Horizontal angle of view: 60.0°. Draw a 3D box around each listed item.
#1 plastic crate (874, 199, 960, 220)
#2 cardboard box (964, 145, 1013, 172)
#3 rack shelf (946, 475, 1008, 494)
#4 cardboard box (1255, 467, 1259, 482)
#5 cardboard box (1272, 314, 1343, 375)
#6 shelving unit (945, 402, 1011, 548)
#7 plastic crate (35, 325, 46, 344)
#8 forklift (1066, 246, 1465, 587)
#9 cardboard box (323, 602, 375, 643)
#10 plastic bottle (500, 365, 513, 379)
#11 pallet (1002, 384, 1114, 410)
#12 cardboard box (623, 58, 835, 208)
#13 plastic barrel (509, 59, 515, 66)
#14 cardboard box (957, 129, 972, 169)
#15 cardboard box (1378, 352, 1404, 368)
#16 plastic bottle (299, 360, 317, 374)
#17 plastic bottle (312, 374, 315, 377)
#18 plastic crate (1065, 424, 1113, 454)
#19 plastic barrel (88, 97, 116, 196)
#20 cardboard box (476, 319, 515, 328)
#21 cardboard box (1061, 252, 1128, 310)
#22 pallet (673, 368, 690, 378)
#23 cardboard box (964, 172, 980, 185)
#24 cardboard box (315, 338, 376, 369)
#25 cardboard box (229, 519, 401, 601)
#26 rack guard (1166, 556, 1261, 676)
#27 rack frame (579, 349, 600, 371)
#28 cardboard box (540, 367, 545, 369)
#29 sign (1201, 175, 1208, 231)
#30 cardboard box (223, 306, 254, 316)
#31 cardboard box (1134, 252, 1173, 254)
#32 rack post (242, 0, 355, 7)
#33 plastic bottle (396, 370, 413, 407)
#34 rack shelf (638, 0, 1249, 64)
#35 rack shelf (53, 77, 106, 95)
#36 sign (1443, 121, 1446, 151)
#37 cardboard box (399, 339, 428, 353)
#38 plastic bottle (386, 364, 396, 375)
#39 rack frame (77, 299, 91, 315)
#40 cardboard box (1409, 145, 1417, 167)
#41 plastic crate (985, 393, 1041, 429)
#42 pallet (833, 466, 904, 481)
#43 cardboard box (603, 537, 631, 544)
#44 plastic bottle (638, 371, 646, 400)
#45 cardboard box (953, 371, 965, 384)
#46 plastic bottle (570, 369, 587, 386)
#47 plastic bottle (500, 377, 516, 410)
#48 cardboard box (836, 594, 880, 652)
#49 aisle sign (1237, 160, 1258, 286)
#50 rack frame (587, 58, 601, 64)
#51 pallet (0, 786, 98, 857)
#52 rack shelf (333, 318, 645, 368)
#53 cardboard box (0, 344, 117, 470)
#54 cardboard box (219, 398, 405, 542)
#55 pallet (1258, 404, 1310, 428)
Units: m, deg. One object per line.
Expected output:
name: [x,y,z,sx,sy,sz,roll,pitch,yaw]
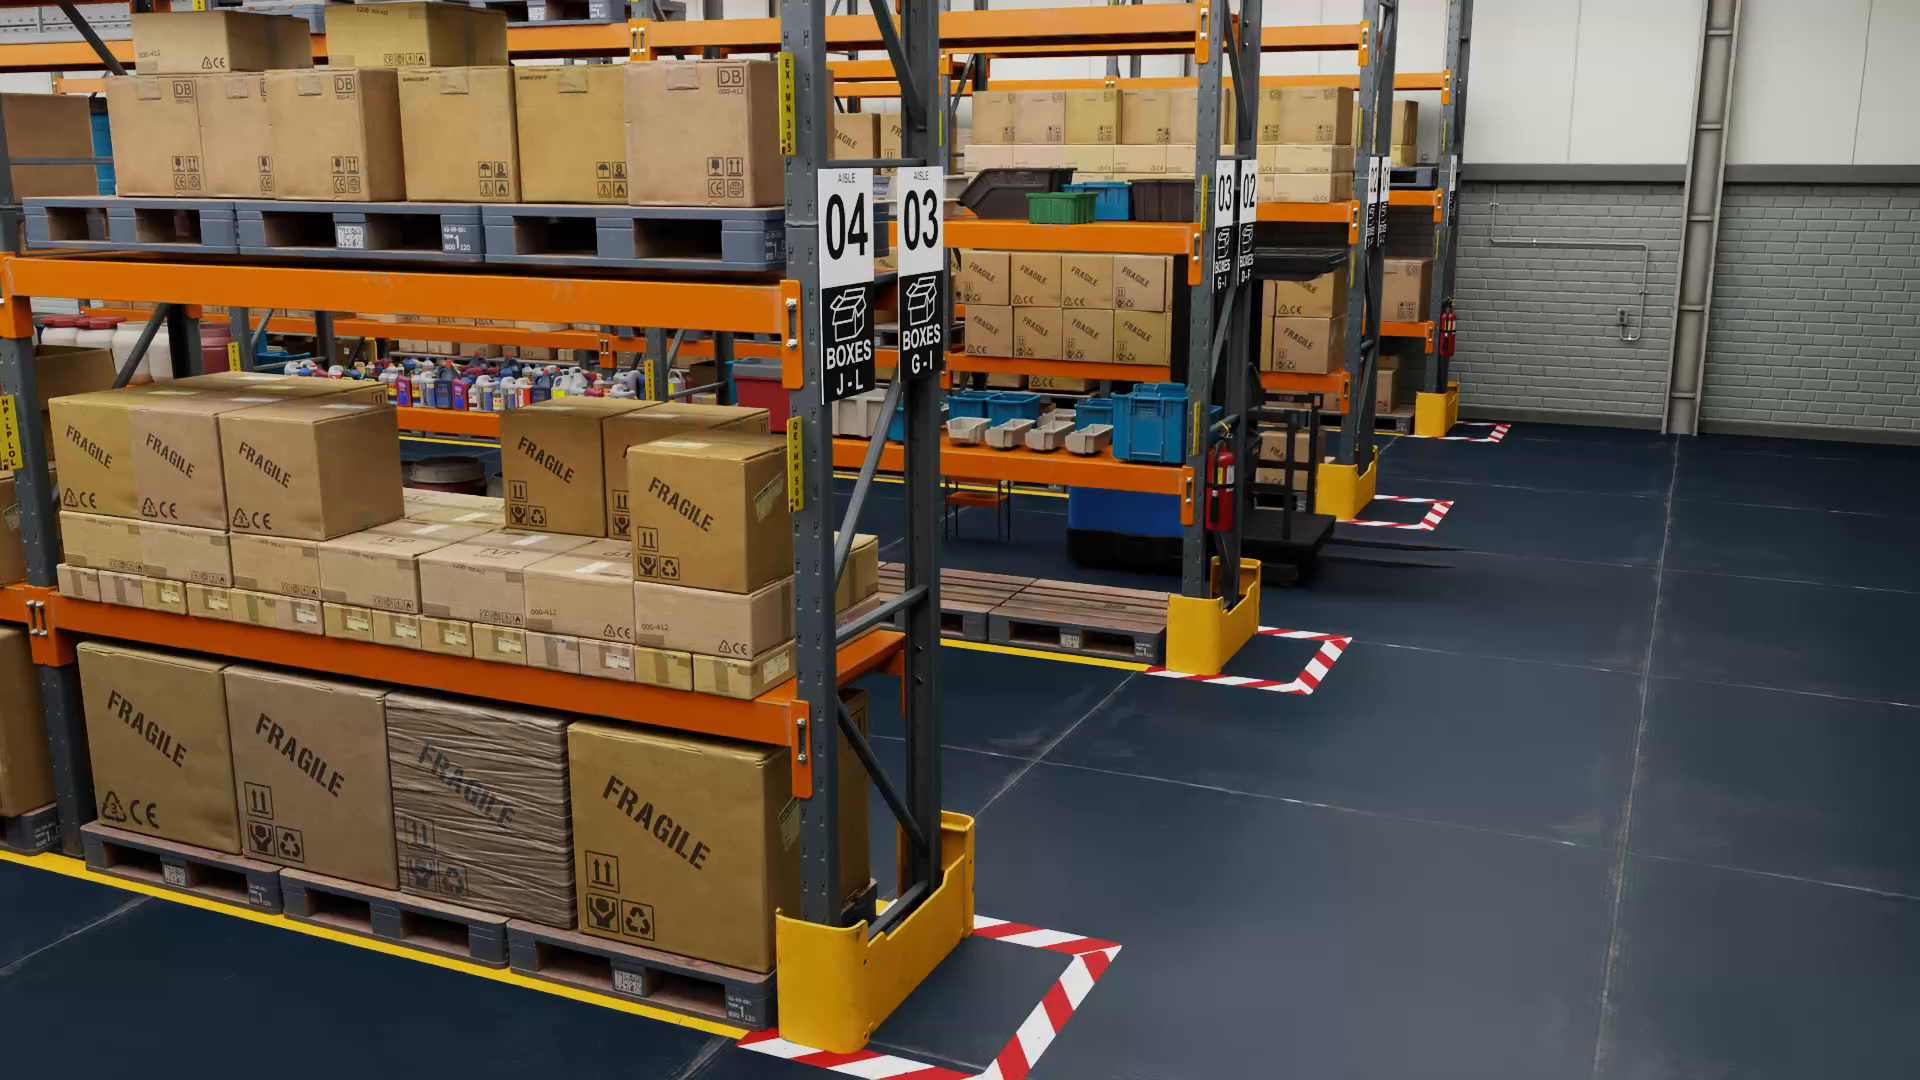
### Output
plastic crate: [-0.318,-2.199,11.072,0.530,0.136,0.437,6,14,23]
cardboard box: [0.368,-3.666,15.980,0.500,0.250,0.500,6,14,23]
rack shelf: [0.151,-0.503,14.068,0.480,0.148,0.258,6,14,23]
cardboard box: [2.750,-0.652,15.707,0.250,0.166,0.380,6,14,23]
cardboard box: [3.161,-1.795,15.122,0.500,0.500,0.500,6,15,25]
shelving unit: [0.151,-0.569,14.053,0.503,1.200,0.258,6,14,23]
plastic crate: [-8.166,-1.793,15.367,0.575,0.384,0.392,6,14,23]
forklift: [2.426,-1.206,12.978,3.031,2.935,1.130,5,14,21]
cardboard box: [-2.430,0.299,6.962,0.250,0.149,0.380,5,14,22]
plastic bottle: [-3.645,-1.269,13.380,0.097,0.271,0.097,0,13,0]
pallet: [1.291,-1.865,21.743,1.213,0.211,1.003,6,14,23]
cardboard box: [-0.832,-1.492,6.126,0.500,0.500,0.700,5,14,20]
plastic barrel: [-3.608,-3.133,12.457,0.708,0.901,0.600,6,14,23]
cardboard box: [0.300,-5.093,21.644,0.500,0.500,0.700,6,14,23]
cardboard box: [5.199,-2.175,20.089,0.250,0.149,0.380,6,14,24]
plastic bottle: [-5.317,-1.332,13.637,0.135,0.276,0.152,6,14,23]
plastic bottle: [-5.194,-1.238,13.401,0.097,0.201,0.097,0,13,0]
plastic crate: [0.852,-0.666,10.975,0.243,0.136,0.396,6,14,23]
plastic barrel: [-7.551,-3.420,14.600,0.708,0.901,0.600,6,14,23]
cardboard box: [-5.174,-2.703,18.989,0.500,0.500,0.500,5,14,20]
cardboard box: [1.282,-2.470,15.808,0.500,0.500,0.500,5,14,22]
pallet: [-3.456,-2.366,23.875,1.213,0.211,1.003,6,14,23]
cardboard box: [0.368,-3.423,16.038,0.500,0.250,0.500,6,14,23]
cardboard box: [-7.588,-2.212,20.573,0.500,0.500,0.500,6,14,23]
cardboard box: [-2.740,0.057,7.125,0.500,0.250,0.500,6,15,25]
rack guard: [1.698,0.489,11.079,0.348,0.500,1.175,6,14,23]
rack frame: [-5.288,-3.908,24.341,0.127,3.000,1.000,6,14,23]
cardboard box: [-4.942,-1.846,19.426,0.500,0.311,0.500,5,14,22]
sign: [1.463,-2.021,9.964,0.005,0.325,0.100,6,14,23]
cardboard box: [-8.641,-3.056,20.492,0.500,0.500,0.700,6,14,24]
cardboard box: [1.981,-2.535,16.083,0.500,0.500,0.500,6,14,23]
rack post: [-4.964,-4.294,13.020,0.937,0.300,0.954,6,14,23]
plastic bottle: [-4.340,-1.187,13.004,0.133,0.283,0.061,6,14,23]
rack shelf: [-0.157,-3.289,11.022,4.000,0.370,1.077,6,14,23]
rack shelf: [-9.119,-5.433,20.162,4.000,0.370,1.077,6,14,23]
sign: [5.452,-4.538,18.697,0.005,0.325,0.100,6,14,23]
cardboard box: [-8.349,-3.100,25.823,0.500,0.311,0.500,4,14,17]
plastic bottle: [-4.791,-1.387,14.036,0.097,0.201,0.097,0,13,0]
rack frame: [-10.948,-3.243,21.508,0.127,3.000,1.000,6,14,23]
cardboard box: [5.116,-4.556,19.731,0.500,0.250,0.500,7,15,26]
plastic crate: [0.375,-0.889,11.713,0.300,0.233,0.416,6,14,23]
pallet: [-0.735,-0.842,17.382,1.213,0.211,1.003,6,14,23]
cardboard box: [-1.142,0.087,6.994,0.500,0.250,0.500,6,14,23]
plastic bottle: [-2.472,-1.187,13.028,0.097,0.271,0.097,0,13,0]
cardboard box: [-0.213,-2.517,22.204,0.750,0.750,0.750,6,14,23]
plastic bottle: [-2.900,-1.121,12.573,0.185,0.351,0.144,6,14,23]
plastic bottle: [-3.395,-1.100,12.646,0.135,0.276,0.152,6,14,23]
cardboard box: [-0.526,0.327,6.845,0.250,0.149,0.380,6,14,24]
aisle sign: [1.857,-2.049,10.730,0.004,0.787,0.394,6,14,23]
rack frame: [-3.633,-5.423,17.668,0.127,3.000,1.000,6,14,23]
pallet: [-4.728,1.238,8.515,1.213,0.211,1.003,6,14,23]
rack shelf: [-5.462,-2.337,19.224,4.000,0.370,1.077,6,14,23]
cardboard box: [-4.579,-0.658,8.078,0.637,0.503,0.797,5,14,22]
cardboard box: [-2.733,-0.308,7.039,0.500,0.500,0.500,5,14,21]
pallet: [3.810,-1.610,20.656,1.213,0.211,1.003,6,14,23]
